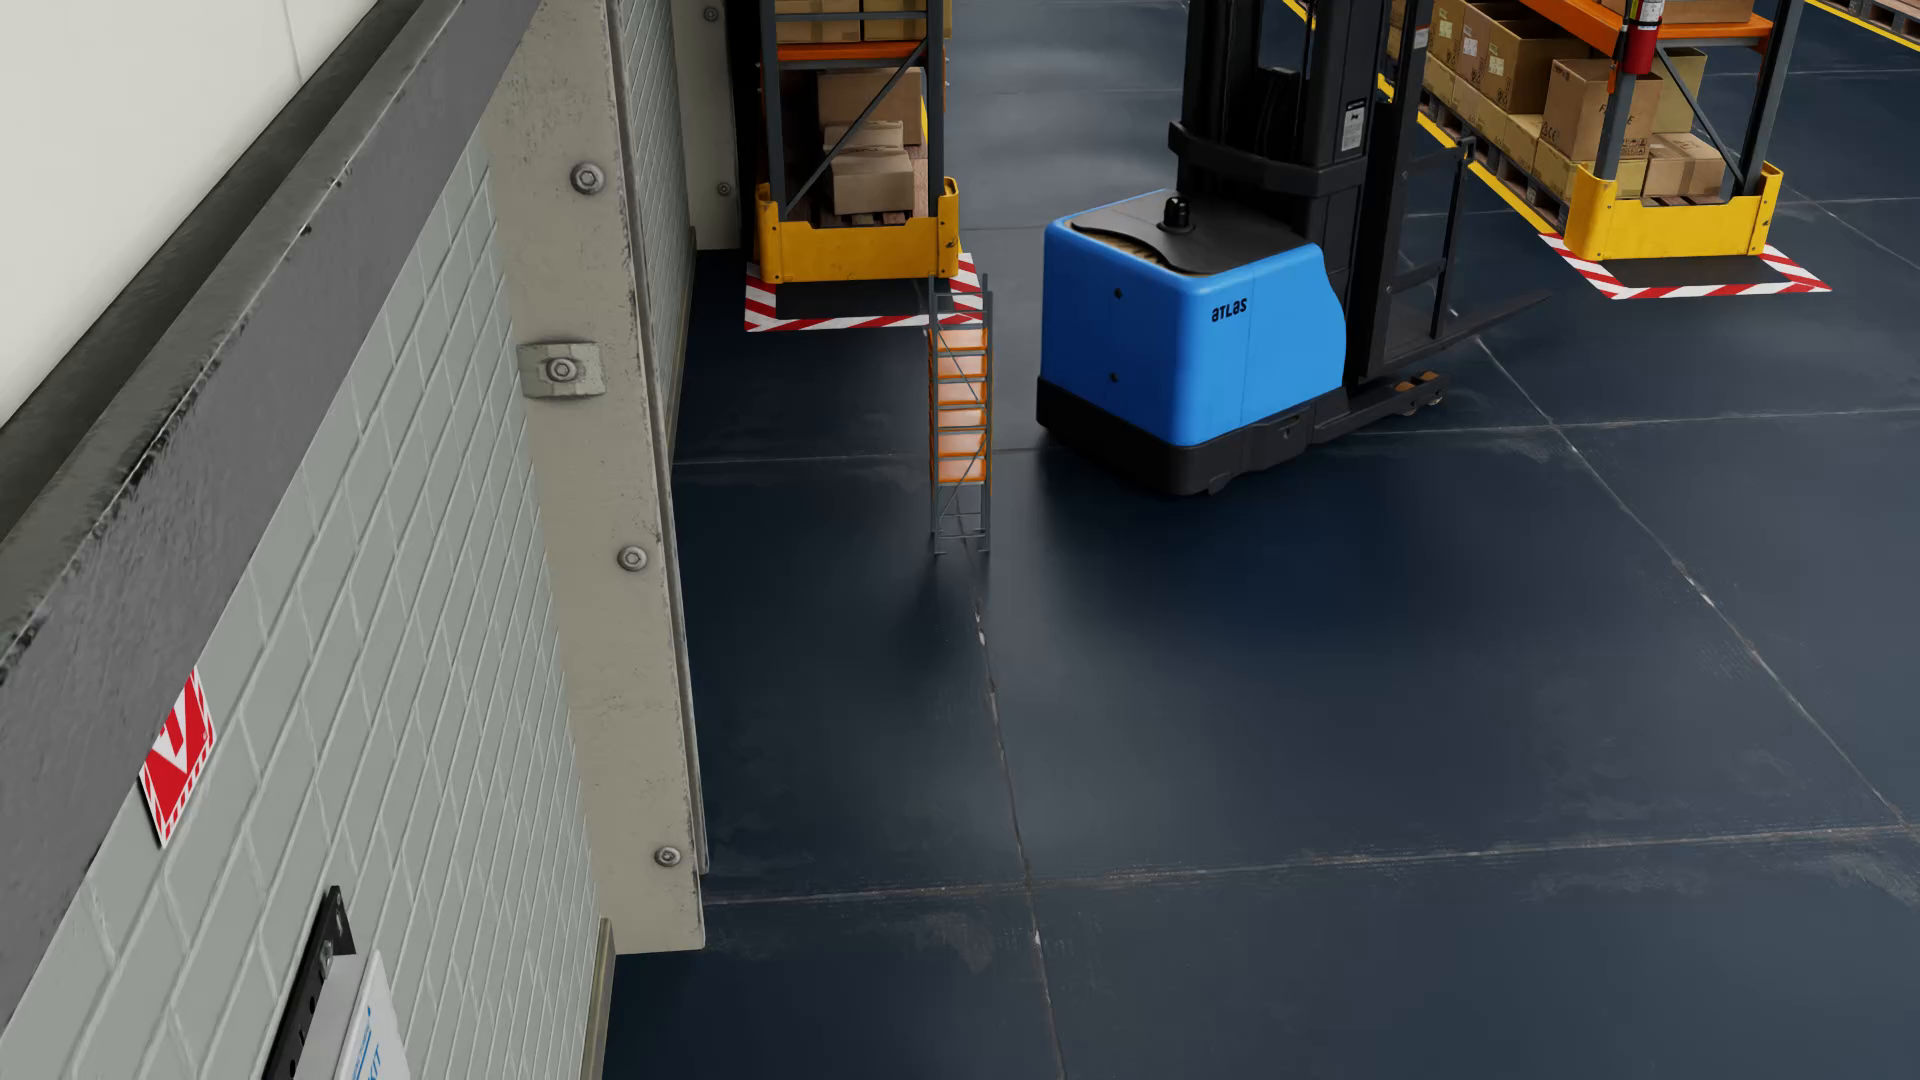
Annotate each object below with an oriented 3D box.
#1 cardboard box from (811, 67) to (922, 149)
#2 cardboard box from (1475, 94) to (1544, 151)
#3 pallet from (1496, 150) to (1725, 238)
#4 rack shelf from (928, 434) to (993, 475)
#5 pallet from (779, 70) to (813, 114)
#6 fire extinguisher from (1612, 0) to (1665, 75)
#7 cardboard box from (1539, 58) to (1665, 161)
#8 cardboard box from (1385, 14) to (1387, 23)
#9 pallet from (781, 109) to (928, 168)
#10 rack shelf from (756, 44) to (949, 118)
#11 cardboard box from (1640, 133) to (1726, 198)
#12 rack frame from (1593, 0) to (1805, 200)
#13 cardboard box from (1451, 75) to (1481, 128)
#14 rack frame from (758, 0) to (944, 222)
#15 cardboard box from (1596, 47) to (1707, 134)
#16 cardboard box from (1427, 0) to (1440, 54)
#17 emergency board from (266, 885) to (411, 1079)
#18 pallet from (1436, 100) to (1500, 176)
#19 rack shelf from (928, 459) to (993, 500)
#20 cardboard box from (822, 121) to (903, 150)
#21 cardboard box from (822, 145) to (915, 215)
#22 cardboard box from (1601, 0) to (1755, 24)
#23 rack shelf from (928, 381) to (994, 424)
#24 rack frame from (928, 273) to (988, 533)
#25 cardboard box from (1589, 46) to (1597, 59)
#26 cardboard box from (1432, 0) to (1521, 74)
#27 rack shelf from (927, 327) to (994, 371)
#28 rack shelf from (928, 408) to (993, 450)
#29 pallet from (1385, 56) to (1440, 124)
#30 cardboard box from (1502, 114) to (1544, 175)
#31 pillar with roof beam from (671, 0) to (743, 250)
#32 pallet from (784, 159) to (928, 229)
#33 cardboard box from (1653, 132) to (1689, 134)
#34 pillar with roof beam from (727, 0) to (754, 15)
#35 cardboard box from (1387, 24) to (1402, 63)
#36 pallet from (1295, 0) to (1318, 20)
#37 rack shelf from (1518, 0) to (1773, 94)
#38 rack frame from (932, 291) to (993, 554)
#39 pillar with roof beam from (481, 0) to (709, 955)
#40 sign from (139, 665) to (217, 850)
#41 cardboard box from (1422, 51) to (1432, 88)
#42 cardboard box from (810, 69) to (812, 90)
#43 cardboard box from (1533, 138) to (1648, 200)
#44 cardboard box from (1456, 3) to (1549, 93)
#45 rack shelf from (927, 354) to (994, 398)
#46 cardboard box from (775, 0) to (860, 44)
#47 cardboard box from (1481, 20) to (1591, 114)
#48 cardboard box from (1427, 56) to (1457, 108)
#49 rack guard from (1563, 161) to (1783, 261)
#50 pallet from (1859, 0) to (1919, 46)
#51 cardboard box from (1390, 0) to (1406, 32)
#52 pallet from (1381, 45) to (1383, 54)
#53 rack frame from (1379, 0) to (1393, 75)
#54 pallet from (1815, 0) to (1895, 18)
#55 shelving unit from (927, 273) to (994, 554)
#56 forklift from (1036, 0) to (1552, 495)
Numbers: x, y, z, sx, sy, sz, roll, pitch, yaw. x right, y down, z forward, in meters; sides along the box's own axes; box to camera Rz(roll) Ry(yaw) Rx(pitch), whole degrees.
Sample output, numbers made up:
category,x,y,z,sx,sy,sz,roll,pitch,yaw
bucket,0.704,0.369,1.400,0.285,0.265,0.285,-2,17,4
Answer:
category,x,y,z,sx,sy,sz,roll,pitch,yaw
cardboard box,-0.643,-3.008,11.370,0.700,0.500,0.500,-5,31,-8
cardboard box,3.885,-2.876,11.411,0.500,0.250,0.500,-3,31,-5
pallet,4.223,-2.298,10.891,1.003,0.211,1.213,-3,31,-5
rack shelf,0.001,-0.367,7.014,0.258,0.103,0.180,-3,31,-5
pallet,-0.871,-3.371,12.688,1.003,0.211,1.213,-3,31,-5
fire extinguisher,3.885,-2.991,9.407,0.296,0.674,0.183,-3,31,-5
cardboard box,3.990,-2.688,10.365,0.500,0.500,0.500,-3,31,-5
cardboard box,3.635,-4.346,13.873,0.500,0.250,0.500,-3,31,-5
pallet,-0.754,-2.747,11.643,1.003,0.211,1.213,-3,31,-5
rack shelf,-0.782,-3.579,11.019,1.077,0.370,4.000,-3,31,-5
cardboard box,4.508,-2.391,10.599,0.500,0.250,0.500,-3,31,-5
rack frame,4.336,-3.106,9.526,1.000,3.000,0.127,-3,31,-5
cardboard box,3.840,-3.131,11.839,0.500,0.250,0.500,-3,31,-5
rack frame,-0.595,-2.867,9.125,1.000,3.000,0.127,-3,31,-5
cardboard box,4.459,-2.968,10.834,0.500,0.500,0.500,-3,31,-5
cardboard box,3.749,-3.964,12.501,0.500,0.500,0.500,-3,31,-5
emergency board,-0.769,1.144,2.410,0.194,1.169,0.643,-3,31,-5
pallet,4.112,-2.919,11.931,1.003,0.211,1.213,-3,31,-5
rack shelf,0.001,-0.264,7.076,0.258,0.103,0.180,-3,31,-5
cardboard box,-0.624,-2.550,10.788,0.500,0.311,0.500,0,31,0
cardboard box,-0.571,-2.259,10.300,0.500,0.311,0.500,-6,31,-10
cardboard box,4.305,-3.388,9.900,0.700,0.500,0.500,-3,31,-5
rack shelf,0.001,-0.573,6.891,0.258,0.103,0.180,-3,31,-5
rack frame,-0.007,-0.554,7.008,0.240,1.200,0.006,-3,31,-5
cardboard box,4.399,-3.223,11.261,0.500,0.500,0.500,-3,31,-5
cardboard box,3.788,-3.708,12.073,0.500,0.500,0.500,-3,31,-5
rack shelf,0.001,-0.779,6.768,0.258,0.103,0.180,-3,31,-5
rack shelf,0.001,-0.470,6.953,0.258,0.103,0.180,-3,31,-5
pallet,3.995,-3.544,12.977,1.003,0.211,1.213,-3,31,-5
cardboard box,3.933,-2.621,10.984,0.500,0.250,0.500,-3,31,-5
pillar with roof beam,2.764,-5.965,8.461,9.100,9.000,0.400,-3,31,-5
pallet,-0.643,-2.125,10.602,1.003,0.211,1.213,-3,31,-5
cardboard box,4.457,-2.646,11.026,0.500,0.250,0.500,-3,31,-5
pillar with roof beam,2.203,-9.028,13.589,9.100,9.000,0.400,-3,31,-5
cardboard box,3.704,-3.897,13.121,0.500,0.250,0.500,-3,31,-5
pallet,3.738,-4.950,15.331,1.003,0.211,1.213,-3,31,-5
rack shelf,4.149,-3.819,11.420,1.077,0.370,4.000,-3,31,-5
rack frame,0.010,-0.461,6.852,0.240,1.200,0.006,-3,31,-5
pillar with roof beam,3.325,-2.902,3.332,9.100,9.000,0.400,-3,31,-5
sign,-0.867,0.157,1.801,0.001,0.298,0.199,-3,31,-5
cardboard box,3.746,-3.642,12.694,0.500,0.250,0.500,-3,31,-5
cardboard box,-0.832,-3.497,12.188,0.500,0.500,0.500,-5,31,-8
cardboard box,3.992,-2.366,10.558,0.500,0.250,0.500,-3,31,-5
cardboard box,3.836,-3.453,11.646,0.500,0.500,0.500,-3,31,-5
rack shelf,0.001,-0.676,6.830,0.258,0.103,0.180,-3,31,-5
cardboard box,-0.832,-3.041,9.542,0.500,0.250,0.500,-2,31,-4
cardboard box,3.882,-3.198,11.219,0.500,0.500,0.500,-3,31,-5
cardboard box,3.787,-3.386,12.266,0.500,0.250,0.500,-3,31,-5
rack guard,4.338,-2.021,10.146,1.175,0.500,0.348,-3,31,-5
pallet,8.782,-4.586,14.722,1.003,0.211,1.213,-3,31,-5
cardboard box,3.694,-4.219,12.928,0.500,0.500,0.500,-3,31,-5
pallet,3.855,-4.326,14.286,1.003,0.211,1.213,-3,31,-5
rack frame,3.962,-5.149,12.945,1.000,3.000,0.127,-3,31,-5
pallet,8.665,-5.210,15.767,1.003,0.211,1.213,-3,31,-5
shelving unit,0.001,-0.508,6.930,0.258,1.200,0.189,-3,31,-5
forklift,1.840,-2.066,7.851,3.031,2.935,1.130,-22,37,-32
